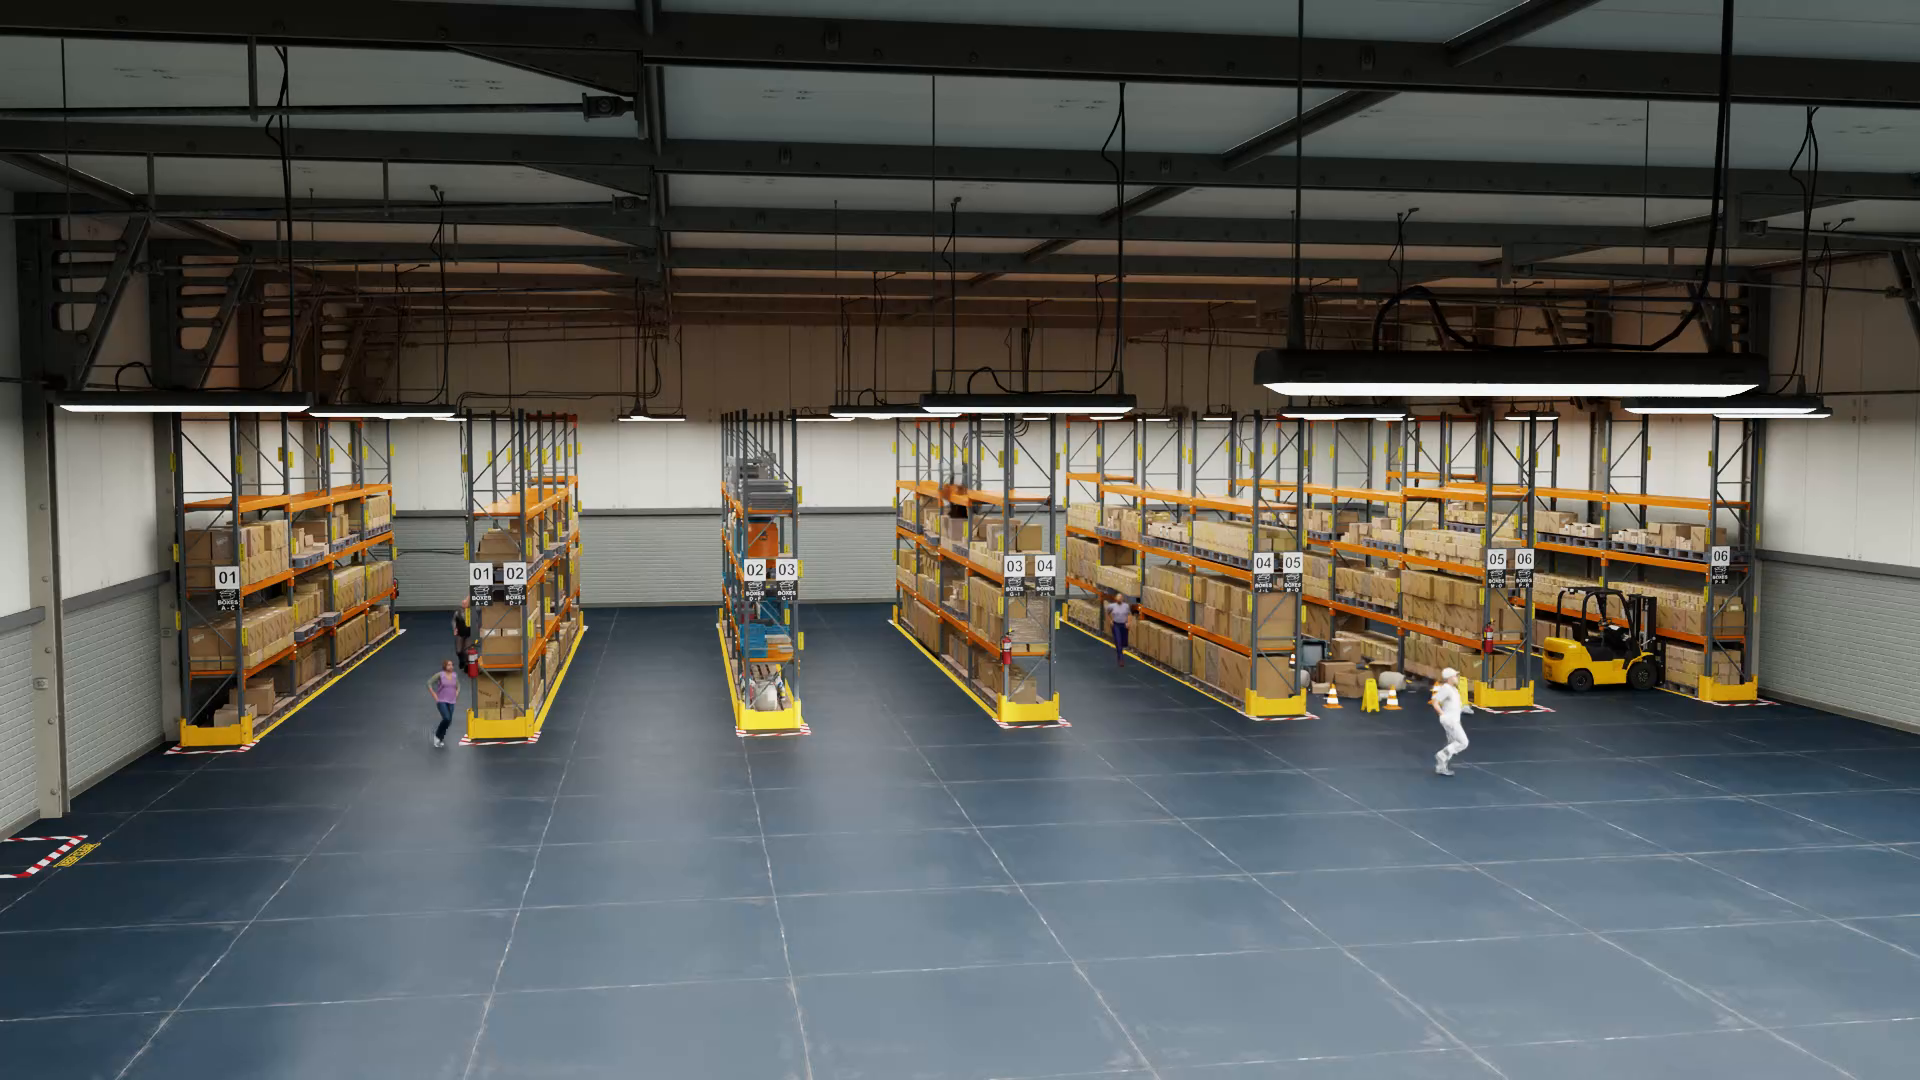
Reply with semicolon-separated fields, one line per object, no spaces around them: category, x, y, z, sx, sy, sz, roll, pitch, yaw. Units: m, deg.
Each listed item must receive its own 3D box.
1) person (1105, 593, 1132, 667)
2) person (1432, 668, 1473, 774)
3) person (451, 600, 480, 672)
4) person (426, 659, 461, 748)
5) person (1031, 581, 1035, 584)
person;3.624;2.016;37.862;0.598;1.627;0.880;-1;4;-12
person;8.035;2.957;27.065;0.589;1.743;0.647;2;4;25
person;-11.384;2.214;38.262;0.639;1.678;0.572;-1;4;-10
person;-9.083;2.876;29.389;0.583;1.549;0.566;4;6;45
person;1.916;1.506;48.208;0.658;1.712;0.587;0;4;2
